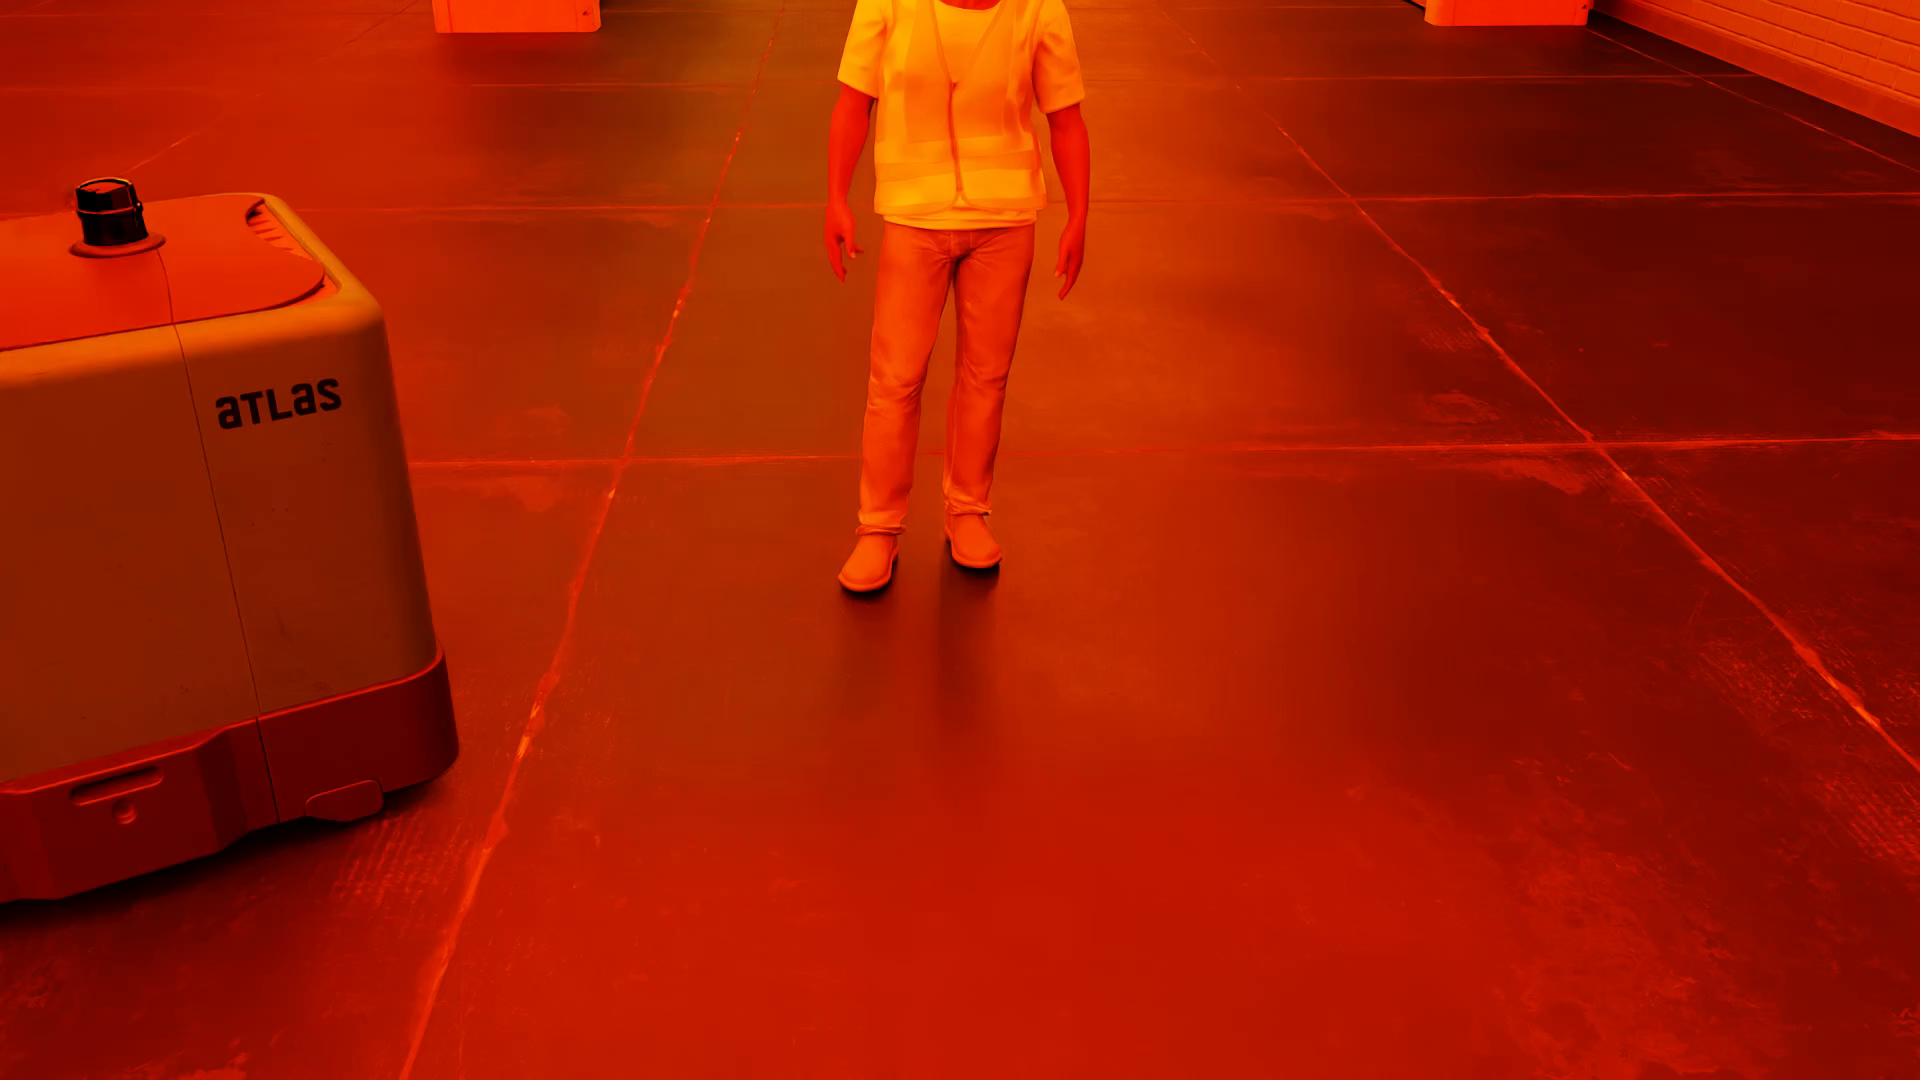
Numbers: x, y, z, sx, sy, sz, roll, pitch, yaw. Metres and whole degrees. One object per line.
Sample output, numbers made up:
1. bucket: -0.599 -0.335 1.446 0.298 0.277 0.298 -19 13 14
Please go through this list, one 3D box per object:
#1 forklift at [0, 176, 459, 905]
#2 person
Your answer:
1. forklift: -2.576 -0.636 2.524 3.031 2.935 1.130 -15 30 -28
2. person: -0.004 -0.770 4.111 0.665 1.765 0.577 -1 26 -2
